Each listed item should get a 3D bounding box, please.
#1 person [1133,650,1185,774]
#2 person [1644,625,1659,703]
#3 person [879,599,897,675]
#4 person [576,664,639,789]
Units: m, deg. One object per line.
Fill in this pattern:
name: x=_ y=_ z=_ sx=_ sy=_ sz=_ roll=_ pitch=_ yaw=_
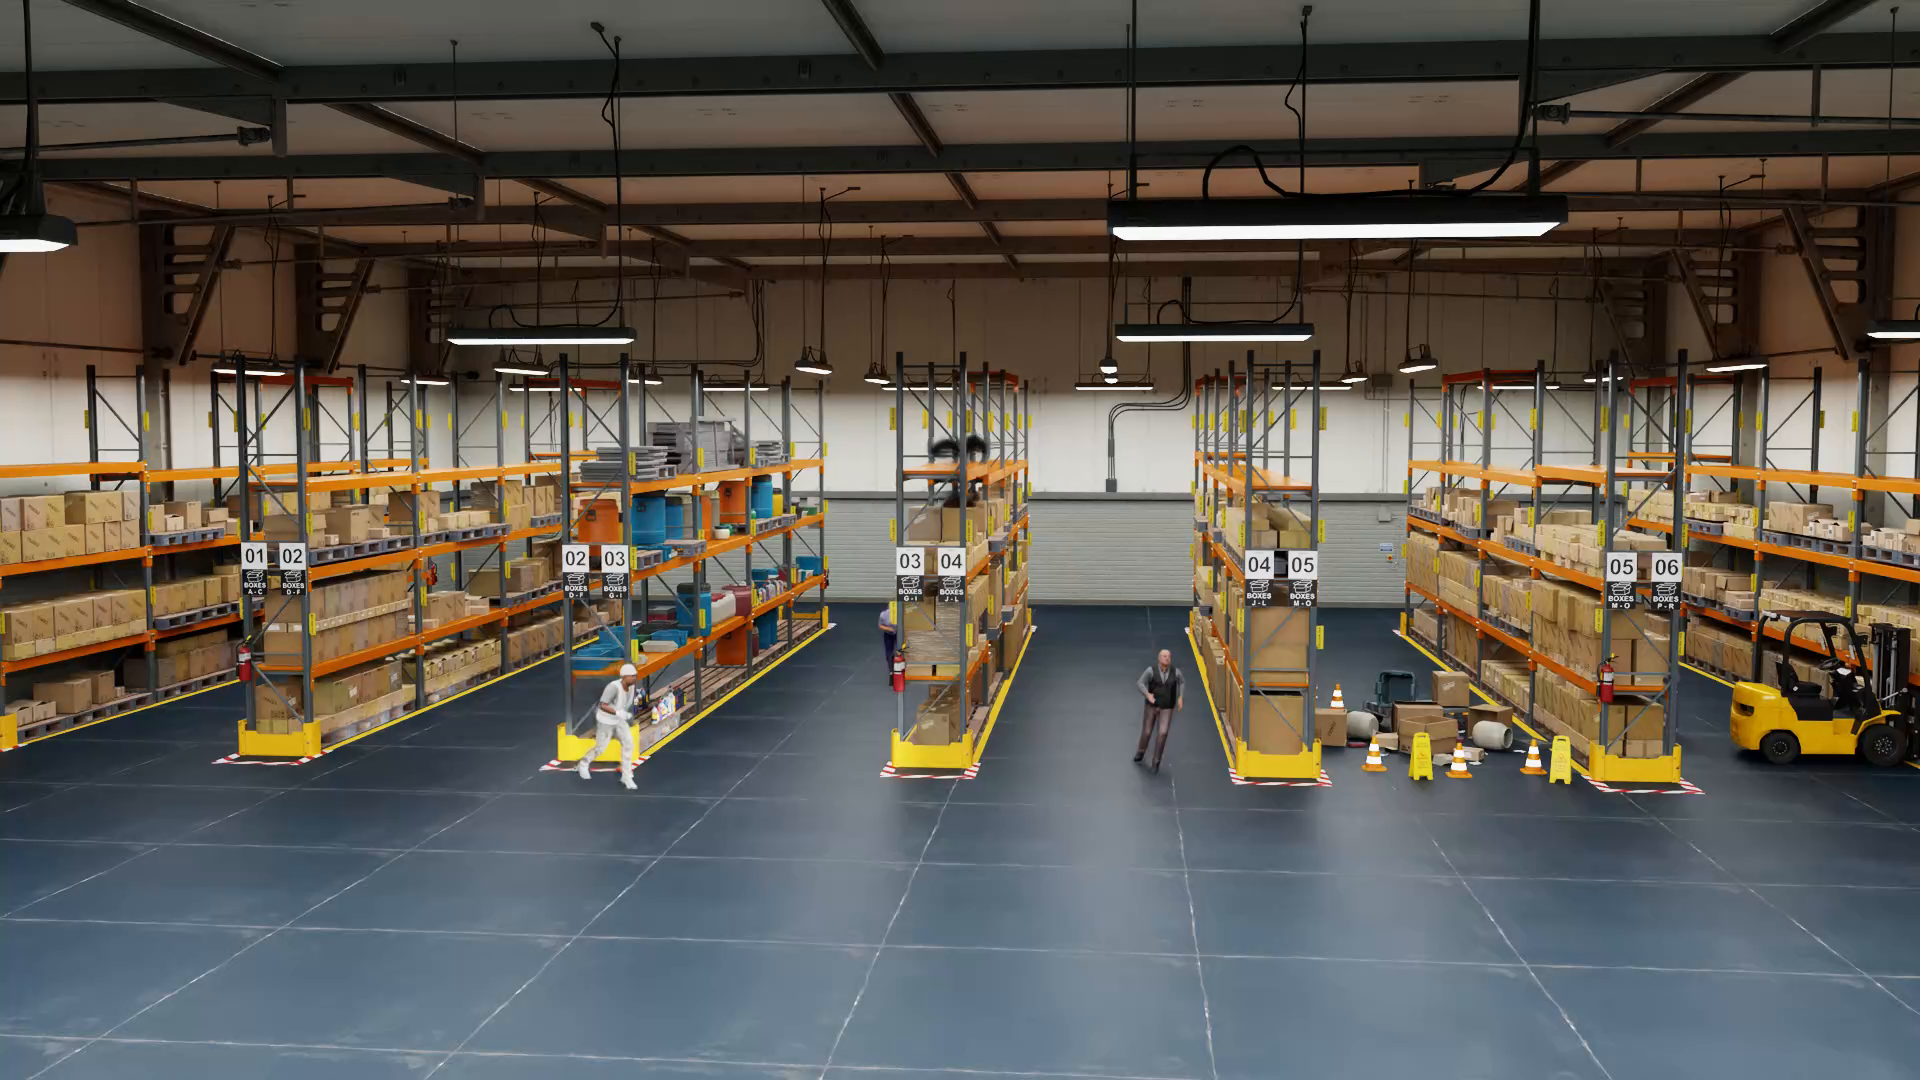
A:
person: x=2.893 y=2.450 z=23.999 sx=0.743 sy=1.738 sz=0.845 roll=0 pitch=4 yaw=3
person: x=11.553 y=2.226 z=28.026 sx=0.532 sy=1.567 sz=0.900 roll=0 pitch=4 yaw=-3
person: x=-1.293 y=1.913 z=32.660 sx=0.606 sy=1.541 sz=0.816 roll=0 pitch=4 yaw=-3
person: x=-4.850 y=2.548 z=22.882 sx=1.039 sy=1.734 sz=0.721 roll=2 pitch=4 yaw=24
